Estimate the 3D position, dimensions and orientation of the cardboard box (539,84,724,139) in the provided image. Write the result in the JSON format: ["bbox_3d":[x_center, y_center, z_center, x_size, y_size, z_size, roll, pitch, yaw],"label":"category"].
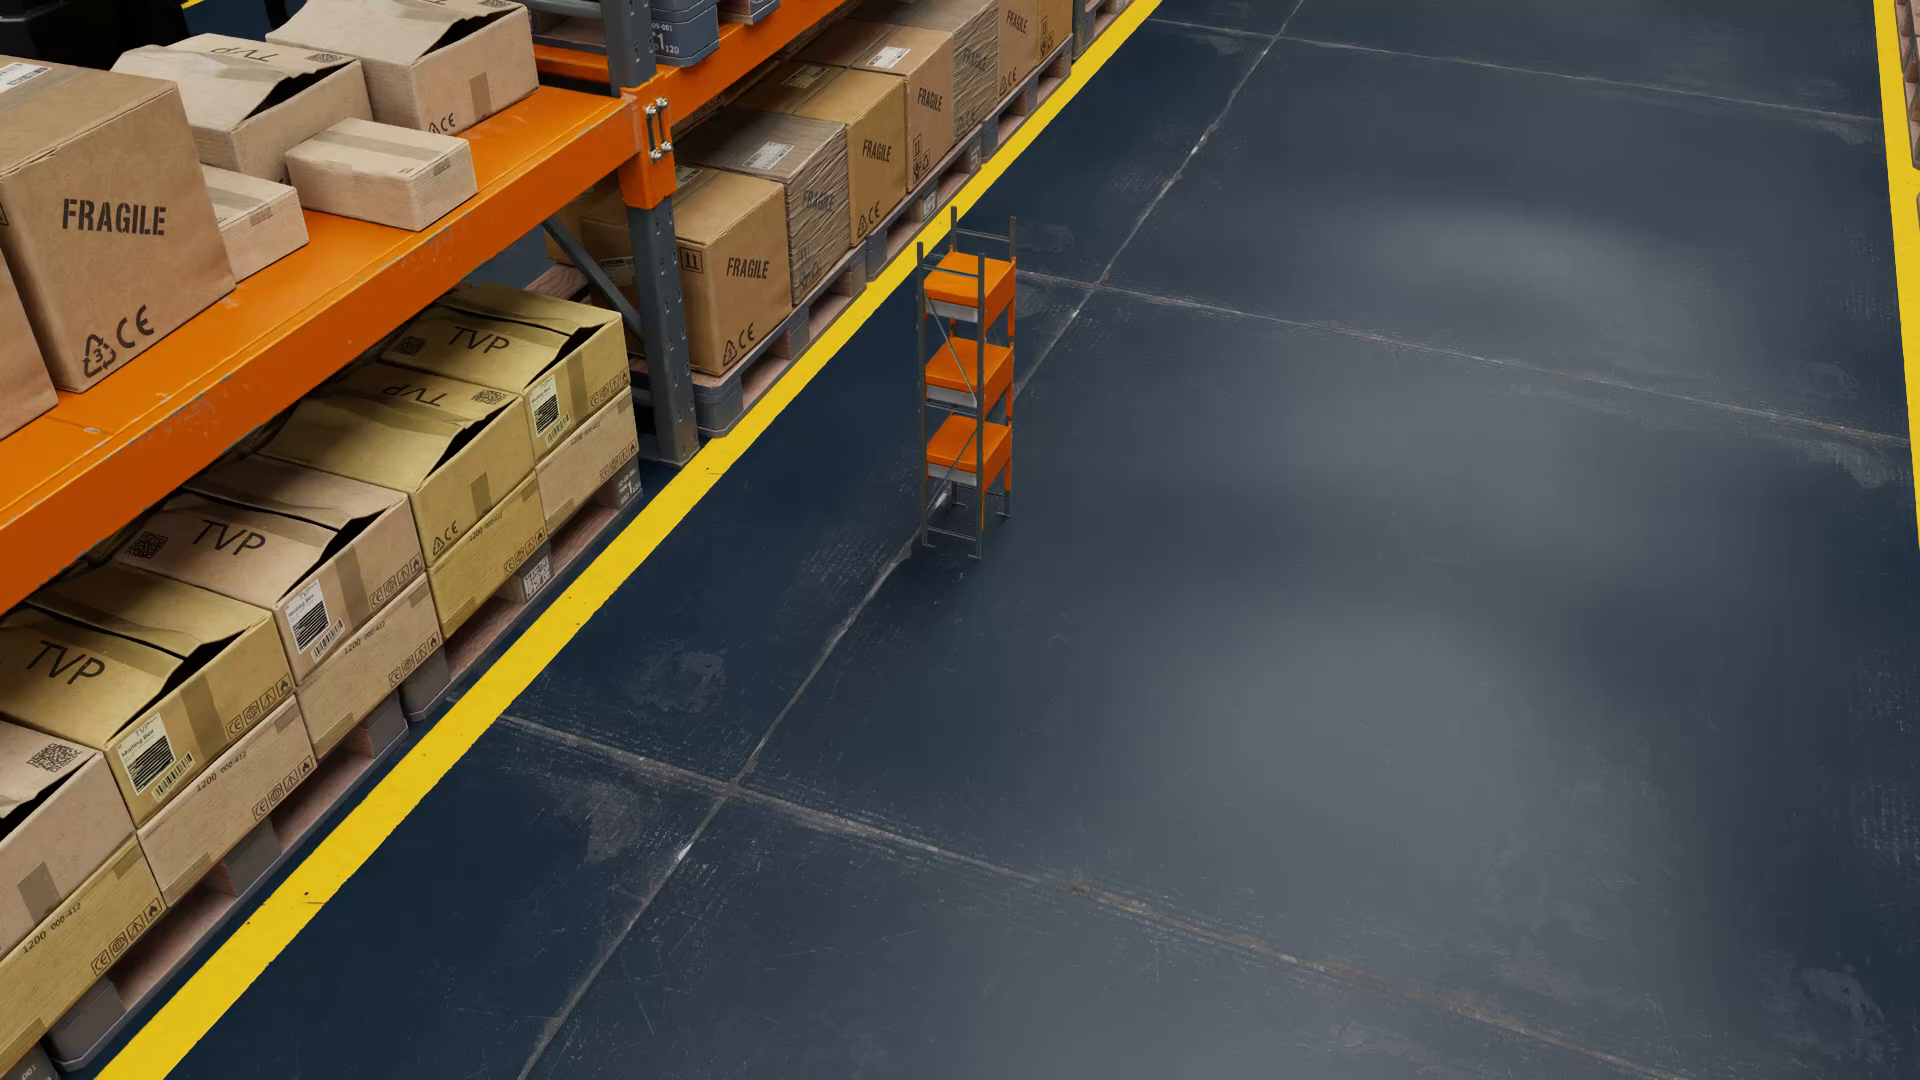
[{"bbox_3d":[-1.212,-1.664,6.065,0.500,0.250,0.500,15,39,19],"label":"cardboard box"}]

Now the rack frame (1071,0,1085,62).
[{"bbox_3d":[0.153,-3.800,7.829,1.000,3.000,0.127,14,39,18],"label":"rack frame"}]

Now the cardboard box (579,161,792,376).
[{"bbox_3d":[-0.931,-0.947,5.733,0.500,0.500,0.500,15,39,20],"label":"cardboard box"}]

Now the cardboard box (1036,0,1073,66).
[{"bbox_3d":[0.231,-2.637,7.993,0.500,0.500,0.500,14,39,17],"label":"cardboard box"}]

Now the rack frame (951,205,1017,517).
[{"bbox_3d":[0.067,-0.518,5.066,0.200,1.050,0.008,14,39,18],"label":"rack frame"}]

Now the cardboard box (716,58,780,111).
[{"bbox_3d":[-1.033,-1.618,6.630,0.500,0.500,0.500,12,39,16],"label":"cardboard box"}]

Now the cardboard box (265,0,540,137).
[{"bbox_3d":[-1.547,-1.358,4.636,0.500,0.311,0.500,16,40,21],"label":"cardboard box"}]

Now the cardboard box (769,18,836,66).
[{"bbox_3d":[-0.839,-1.910,7.021,0.500,0.500,0.500,12,39,16],"label":"cardboard box"}]

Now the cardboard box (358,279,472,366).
[{"bbox_3d":[-1.839,-0.654,5.097,0.500,0.311,0.500,15,39,19],"label":"cardboard box"}]

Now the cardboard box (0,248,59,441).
[{"bbox_3d":[-2.192,-0.401,3.198,0.500,0.500,0.500,14,39,18],"label":"cardboard box"}]

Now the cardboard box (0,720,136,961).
[{"bbox_3d":[-2.112,0.603,3.416,0.500,0.311,0.500,13,39,16],"label":"cardboard box"}]

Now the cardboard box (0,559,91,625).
[{"bbox_3d":[-2.423,0.205,3.947,0.500,0.311,0.500,13,39,17],"label":"cardboard box"}]

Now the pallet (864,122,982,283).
[{"bbox_3d":[-0.584,-1.546,7.143,1.003,0.211,1.213,14,39,18],"label":"pallet"}]

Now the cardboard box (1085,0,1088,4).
[{"bbox_3d":[0.513,-3.083,8.747,0.500,0.311,0.500,14,39,18],"label":"cardboard box"}]

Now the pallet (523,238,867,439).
[{"bbox_3d":[-1.050,-0.873,6.242,1.003,0.211,1.213,14,39,18],"label":"pallet"}]

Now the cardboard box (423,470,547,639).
[{"bbox_3d":[-1.536,-0.019,4.716,0.500,0.250,0.500,13,39,17],"label":"cardboard box"}]

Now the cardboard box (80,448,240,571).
[{"bbox_3d":[-2.228,-0.079,4.328,0.500,0.311,0.500,13,39,17],"label":"cardboard box"}]

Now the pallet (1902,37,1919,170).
[{"bbox_3d":[4.977,-1.969,7.708,1.003,0.211,1.213,14,39,18],"label":"pallet"}]

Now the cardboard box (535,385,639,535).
[{"bbox_3d":[-1.343,-0.306,5.099,0.500,0.250,0.500,15,39,19],"label":"cardboard box"}]

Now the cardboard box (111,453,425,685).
[{"bbox_3d":[-1.727,0.037,4.172,0.500,0.311,0.500,14,39,17],"label":"cardboard box"}]

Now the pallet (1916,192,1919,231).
[{"bbox_3d":[4.401,-1.135,6.592,1.003,0.211,1.213,14,39,18],"label":"pallet"}]

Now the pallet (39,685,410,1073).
[{"bbox_3d":[-2.184,0.651,4.202,1.003,0.211,1.213,14,39,18],"label":"pallet"}]

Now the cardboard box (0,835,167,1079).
[{"bbox_3d":[-2.118,0.825,3.586,0.500,0.250,0.500,13,39,16],"label":"cardboard box"}]

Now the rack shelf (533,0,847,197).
[{"bbox_3d":[-0.608,-2.405,6.563,1.077,0.370,4.000,14,39,18],"label":"rack shelf"}]

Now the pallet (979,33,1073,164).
[{"bbox_3d":[-0.121,-2.224,8.050,1.003,0.211,1.213,14,39,18],"label":"pallet"}]

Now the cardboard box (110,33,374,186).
[{"bbox_3d":[-1.888,-1.099,4.289,0.500,0.311,0.500,13,39,17],"label":"cardboard box"}]

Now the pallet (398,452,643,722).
[{"bbox_3d":[-1.718,-0.022,5.103,1.003,0.211,1.213,14,39,18],"label":"pallet"}]

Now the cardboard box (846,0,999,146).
[{"bbox_3d":[-0.156,-2.087,7.258,0.500,0.500,0.500,14,39,18],"label":"cardboard box"}]

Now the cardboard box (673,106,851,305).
[{"bbox_3d":[-0.737,-1.239,6.122,0.500,0.500,0.500,12,39,16],"label":"cardboard box"}]

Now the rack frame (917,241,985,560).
[{"bbox_3d":[-0.026,-0.383,4.885,0.200,1.050,0.008,14,39,18],"label":"rack frame"}]

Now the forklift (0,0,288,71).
[{"bbox_3d":[-2.988,-2.125,5.645,1.130,2.935,3.031,13,39,16],"label":"forklift"}]

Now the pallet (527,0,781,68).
[{"bbox_3d":[-1.176,-1.900,5.447,1.213,0.211,1.003,14,39,18],"label":"pallet"}]

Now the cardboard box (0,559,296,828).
[{"bbox_3d":[-1.919,0.314,3.802,0.500,0.311,0.500,15,39,19],"label":"cardboard box"}]

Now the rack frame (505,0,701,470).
[{"bbox_3d":[-1.369,-1.586,4.866,1.000,3.000,0.127,14,39,18],"label":"rack frame"}]

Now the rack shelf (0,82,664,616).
[{"bbox_3d":[-2.130,-0.190,3.600,1.077,0.370,4.000,14,39,18],"label":"rack shelf"}]

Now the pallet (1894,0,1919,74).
[{"bbox_3d":[5.439,-2.647,8.615,1.003,0.211,1.213,14,39,18],"label":"pallet"}]

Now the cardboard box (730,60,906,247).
[{"bbox_3d":[-0.542,-1.515,6.492,0.500,0.500,0.500,13,39,17],"label":"cardboard box"}]

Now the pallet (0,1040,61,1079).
[{"bbox_3d":[-2.646,1.329,3.295,1.003,0.211,1.213,14,39,18],"label":"pallet"}]

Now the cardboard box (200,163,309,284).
[{"bbox_3d":[-1.802,-0.766,3.979,0.380,0.149,0.250,17,40,21],"label":"cardboard box"}]

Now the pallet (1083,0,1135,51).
[{"bbox_3d":[0.416,-3.063,9.172,1.003,0.211,1.213,14,39,18],"label":"pallet"}]

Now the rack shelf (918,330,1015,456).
[{"bbox_3d":[0.020,-0.442,4.982,0.215,0.259,0.240,14,39,18],"label":"rack shelf"}]

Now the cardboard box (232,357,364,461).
[{"bbox_3d":[-2.032,-0.361,4.705,0.500,0.311,0.500,13,39,17],"label":"cardboard box"}]

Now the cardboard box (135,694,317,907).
[{"bbox_3d":[-1.923,0.544,3.963,0.500,0.250,0.500,15,39,19],"label":"cardboard box"}]

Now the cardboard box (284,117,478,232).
[{"bbox_3d":[-1.455,-0.924,4.191,0.380,0.149,0.250,14,39,18],"label":"cardboard box"}]

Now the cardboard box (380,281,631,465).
[{"bbox_3d":[-1.340,-0.531,4.932,0.500,0.311,0.500,15,39,19],"label":"cardboard box"}]

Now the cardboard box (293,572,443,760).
[{"bbox_3d":[-1.730,0.258,4.345,0.500,0.250,0.500,15,39,19],"label":"cardboard box"}]

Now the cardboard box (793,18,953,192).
[{"bbox_3d":[-0.348,-1.805,6.880,0.500,0.500,0.500,13,39,16],"label":"cardboard box"}]

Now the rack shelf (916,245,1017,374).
[{"bbox_3d":[0.020,-0.669,4.812,0.215,0.259,0.240,14,39,18],"label":"rack shelf"}]

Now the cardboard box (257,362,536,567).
[{"bbox_3d":[-1.532,-0.242,4.545,0.500,0.311,0.500,13,39,17],"label":"cardboard box"}]

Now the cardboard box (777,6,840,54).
[{"bbox_3d":[-0.827,-2.232,6.824,0.500,0.250,0.500,13,39,17],"label":"cardboard box"}]

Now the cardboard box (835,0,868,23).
[{"bbox_3d":[-0.646,-2.190,7.395,0.500,0.500,0.500,14,39,18],"label":"cardboard box"}]

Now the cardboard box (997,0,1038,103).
[{"bbox_3d":[0.035,-2.365,7.629,0.500,0.500,0.500,14,39,18],"label":"cardboard box"}]

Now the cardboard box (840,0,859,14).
[{"bbox_3d":[-0.637,-2.510,7.196,0.500,0.250,0.500,14,39,18],"label":"cardboard box"}]

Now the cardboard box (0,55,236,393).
[{"bbox_3d":[-1.992,-0.693,3.588,0.500,0.500,0.500,12,38,15],"label":"cardboard box"}]

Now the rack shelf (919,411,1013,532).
[{"bbox_3d":[0.020,-0.219,5.148,0.215,0.259,0.240,14,39,18],"label":"rack shelf"}]

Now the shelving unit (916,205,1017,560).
[{"bbox_3d":[0.020,-0.450,4.975,0.215,1.050,0.252,14,39,18],"label":"shelving unit"}]

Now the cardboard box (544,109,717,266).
[{"bbox_3d":[-1.230,-1.332,6.247,0.500,0.500,0.500,15,39,20],"label":"cardboard box"}]
